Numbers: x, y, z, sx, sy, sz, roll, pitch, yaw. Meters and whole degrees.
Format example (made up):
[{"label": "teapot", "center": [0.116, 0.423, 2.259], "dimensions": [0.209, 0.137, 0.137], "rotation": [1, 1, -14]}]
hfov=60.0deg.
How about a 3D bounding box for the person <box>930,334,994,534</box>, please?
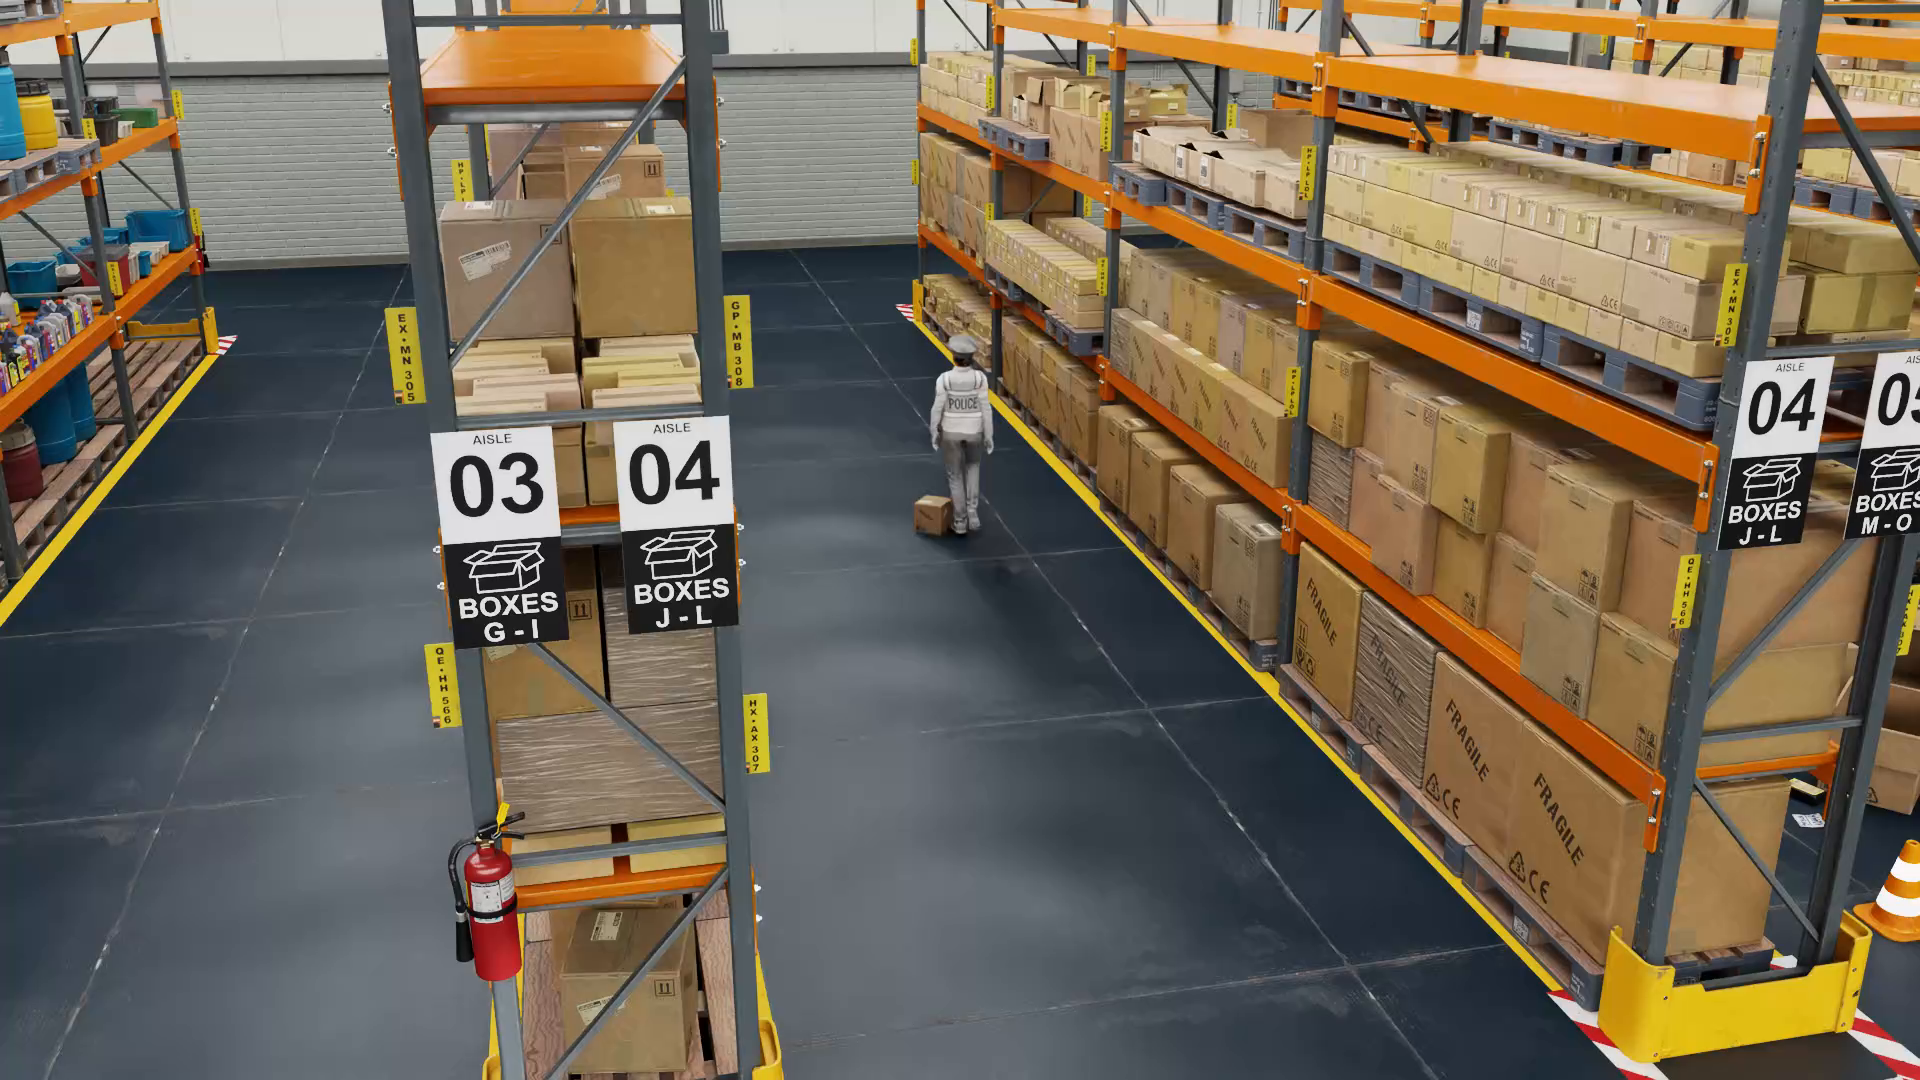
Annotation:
[{"label": "person", "center": [0.002, -0.886, 13.960], "dimensions": [0.523, 1.716, 0.446], "rotation": [-4, 20, -11]}]
